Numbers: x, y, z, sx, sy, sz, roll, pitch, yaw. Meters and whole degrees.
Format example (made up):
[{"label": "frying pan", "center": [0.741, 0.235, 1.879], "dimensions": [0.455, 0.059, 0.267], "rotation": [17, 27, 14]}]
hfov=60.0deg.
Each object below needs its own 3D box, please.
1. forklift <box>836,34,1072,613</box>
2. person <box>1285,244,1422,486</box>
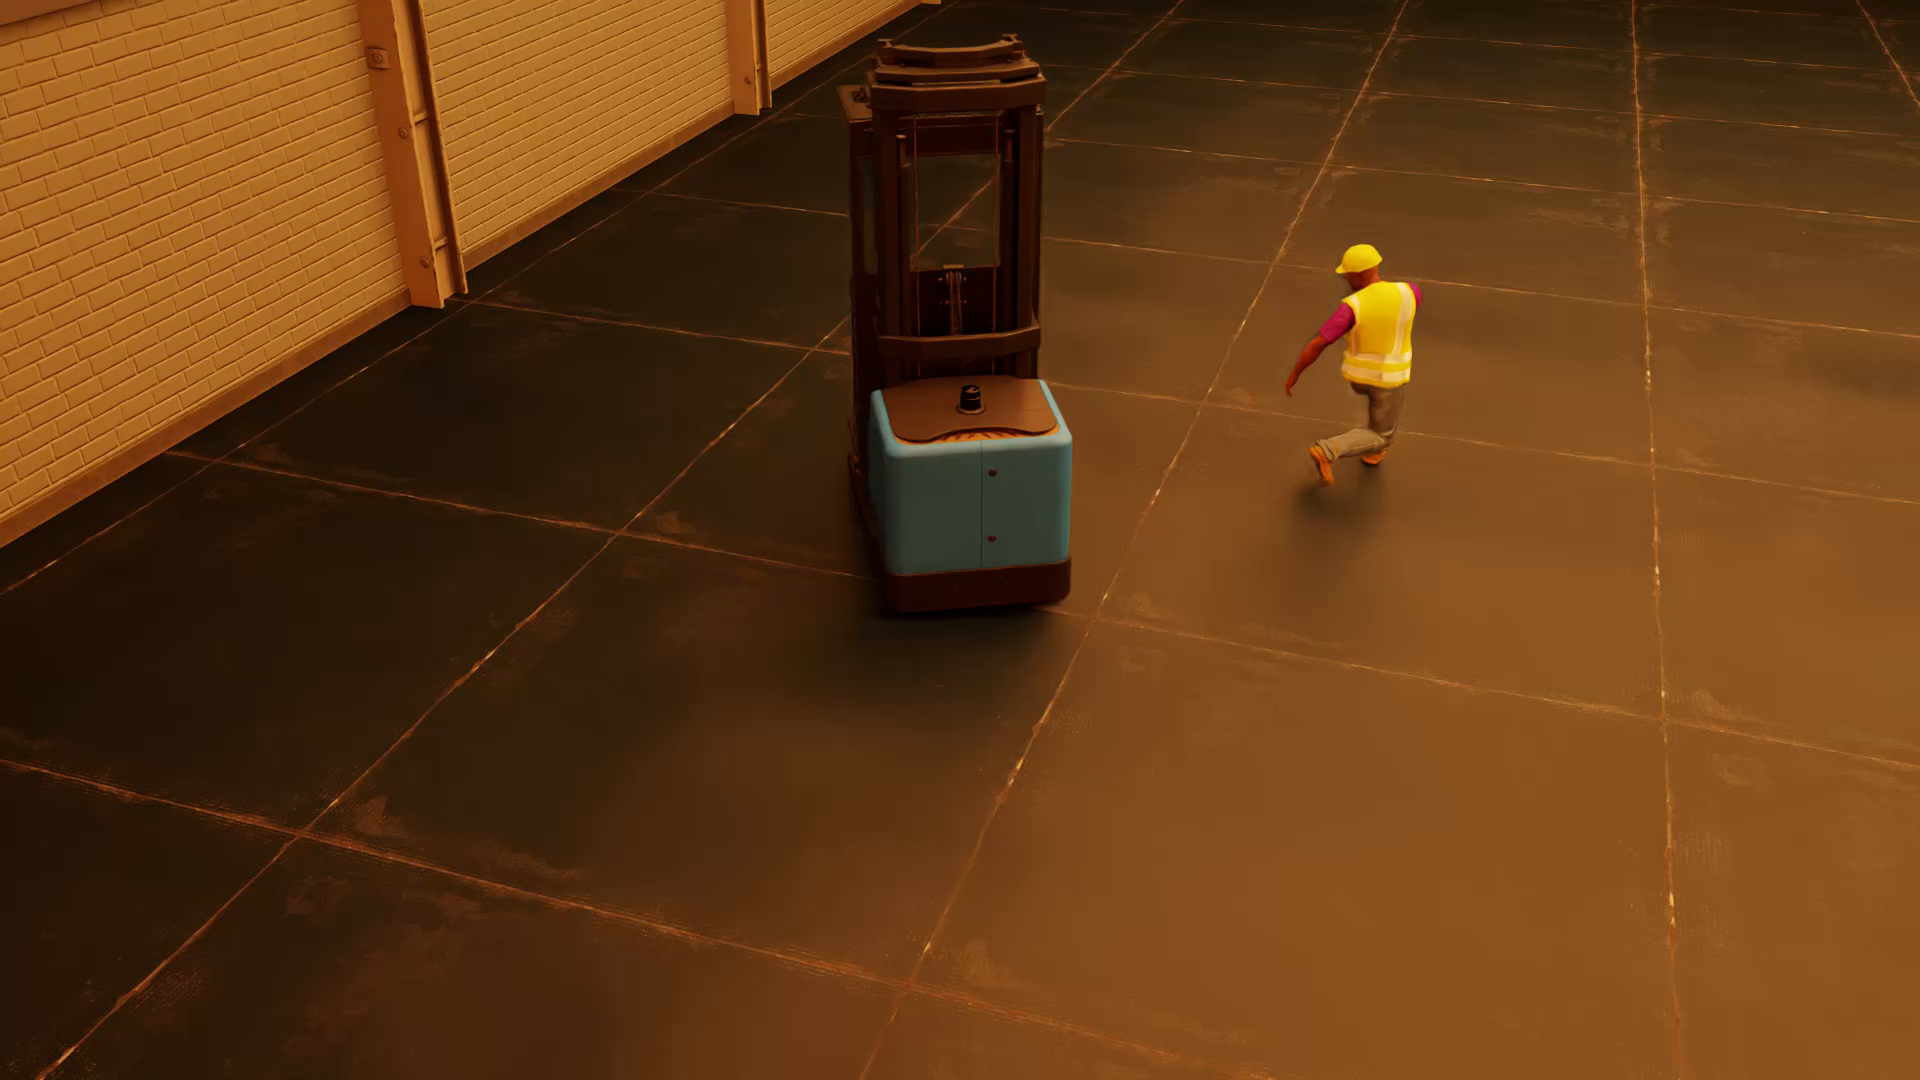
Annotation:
[{"label": "forklift", "center": [-0.119, -1.580, 9.908], "dimensions": [1.130, 2.935, 3.031], "rotation": [-5, 30, -8]}, {"label": "person", "center": [2.525, -1.124, 10.585], "dimensions": [0.672, 1.530, 0.918], "rotation": [21, 36, 32]}]
